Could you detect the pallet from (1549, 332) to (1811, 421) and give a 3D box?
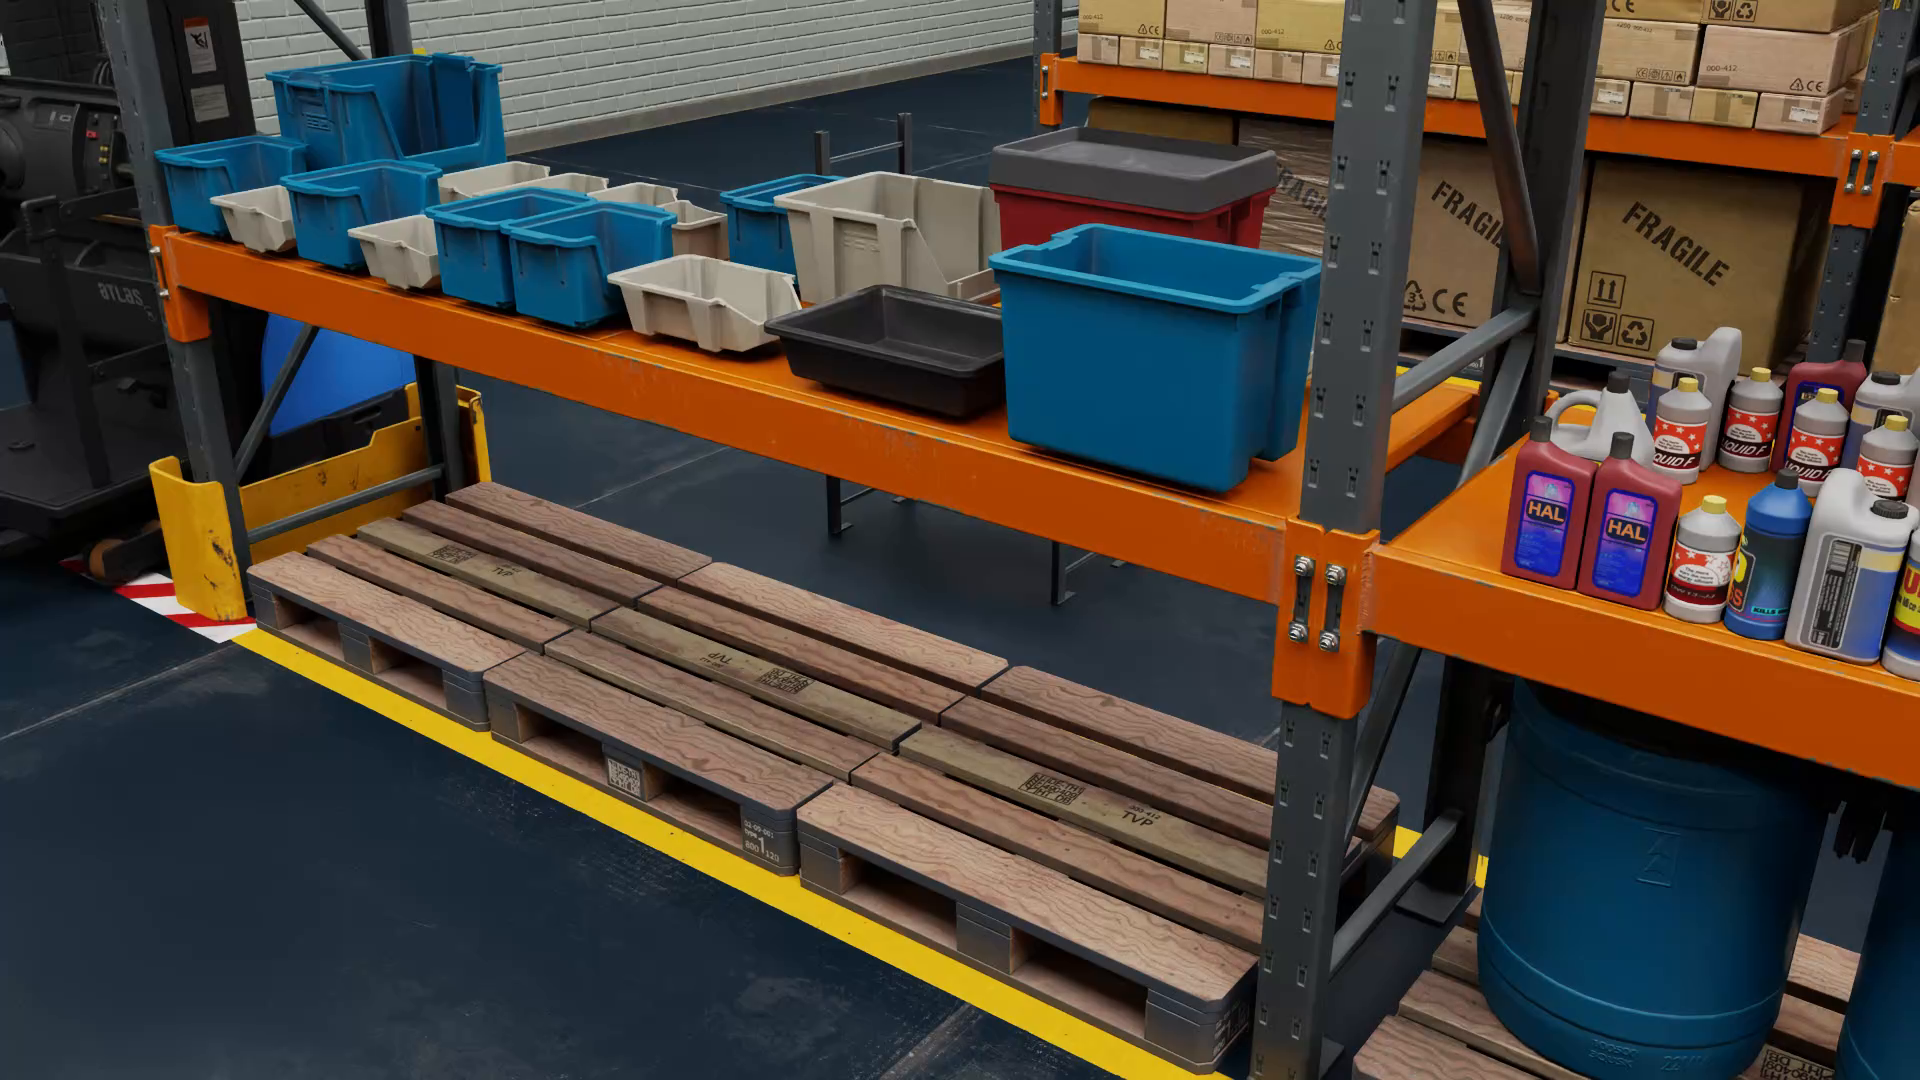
[{"bbox_3d":[3.376,-0.876,7.976,1.213,0.211,1.003,17,29,33],"label":"pallet"}]

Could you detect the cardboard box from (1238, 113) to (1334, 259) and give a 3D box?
[{"bbox_3d":[2.025,-1.781,8.686,0.875,0.875,0.875,17,29,33],"label":"cardboard box"}]

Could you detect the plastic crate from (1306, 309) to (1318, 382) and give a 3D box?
[{"bbox_3d":[0.680,-0.410,3.714,0.243,0.136,0.396,17,29,33],"label":"plastic crate"}]

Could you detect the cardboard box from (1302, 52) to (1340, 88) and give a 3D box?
[{"bbox_3d":[1.853,-2.293,8.045,0.250,0.149,0.380,16,29,33],"label":"cardboard box"}]

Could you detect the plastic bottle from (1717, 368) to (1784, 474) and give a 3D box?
[{"bbox_3d":[1.586,-0.244,3.329,0.097,0.201,0.097,0,24,0],"label":"plastic bottle"}]

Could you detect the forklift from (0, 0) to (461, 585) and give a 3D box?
[{"bbox_3d":[-3.300,-1.385,5.758,1.130,2.935,3.031,12,26,25],"label":"forklift"}]

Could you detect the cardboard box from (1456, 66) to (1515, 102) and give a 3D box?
[{"bbox_3d":[2.469,-2.107,7.622,0.250,0.149,0.380,16,29,32],"label":"cardboard box"}]

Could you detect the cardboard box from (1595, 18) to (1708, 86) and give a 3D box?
[{"bbox_3d":[3.011,-2.157,7.242,0.500,0.250,0.500,18,29,35],"label":"cardboard box"}]

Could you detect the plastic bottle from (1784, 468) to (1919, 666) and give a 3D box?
[{"bbox_3d":[1.402,0.035,2.604,0.135,0.276,0.152,17,29,33],"label":"plastic bottle"}]

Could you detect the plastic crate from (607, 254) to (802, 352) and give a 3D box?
[{"bbox_3d":[-0.607,-0.576,4.089,0.466,0.136,0.293,17,29,33],"label":"plastic crate"}]

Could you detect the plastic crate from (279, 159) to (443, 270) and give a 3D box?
[{"bbox_3d":[-1.707,-0.938,4.792,0.300,0.233,0.416,17,29,33],"label":"plastic crate"}]

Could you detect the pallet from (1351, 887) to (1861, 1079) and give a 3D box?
[{"bbox_3d":[1.560,1.131,3.421,1.213,0.211,1.003,17,29,33],"label":"pallet"}]

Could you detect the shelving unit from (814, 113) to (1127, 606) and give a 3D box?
[{"bbox_3d":[0.068,-0.666,5.901,1.048,1.500,0.538,17,29,33],"label":"shelving unit"}]

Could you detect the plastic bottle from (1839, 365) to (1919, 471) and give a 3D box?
[{"bbox_3d":[1.769,-0.209,3.157,0.135,0.276,0.152,17,29,33],"label":"plastic bottle"}]

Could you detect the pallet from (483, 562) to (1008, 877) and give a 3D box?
[{"bbox_3d":[-0.625,0.471,4.919,1.213,0.211,1.003,17,29,33],"label":"pallet"}]

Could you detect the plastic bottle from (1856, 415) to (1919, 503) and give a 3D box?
[{"bbox_3d":[1.709,-0.130,3.071,0.097,0.201,0.097,0,24,0],"label":"plastic bottle"}]

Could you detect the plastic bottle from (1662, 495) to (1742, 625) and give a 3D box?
[{"bbox_3d":[1.215,0.027,2.716,0.097,0.201,0.097,0,24,0],"label":"plastic bottle"}]

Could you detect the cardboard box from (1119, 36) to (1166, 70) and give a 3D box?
[{"bbox_3d":[1.029,-2.541,8.609,0.250,0.149,0.380,16,29,33],"label":"cardboard box"}]

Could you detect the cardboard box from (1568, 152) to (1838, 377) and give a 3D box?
[{"bbox_3d":[3.458,-1.348,7.704,0.875,0.875,0.875,17,29,33],"label":"cardboard box"}]

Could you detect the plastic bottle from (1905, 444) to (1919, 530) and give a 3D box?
[{"bbox_3d":[1.812,-0.159,2.952,0.185,0.351,0.144,17,29,33],"label":"plastic bottle"}]

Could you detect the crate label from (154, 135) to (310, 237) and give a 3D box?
[{"bbox_3d":[-2.233,-1.097,5.153,0.303,0.233,0.416,17,29,33],"label":"crate label"}]

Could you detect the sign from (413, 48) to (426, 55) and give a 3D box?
[{"bbox_3d":[-1.917,-1.568,5.887,0.005,0.325,0.100,17,29,33],"label":"sign"}]

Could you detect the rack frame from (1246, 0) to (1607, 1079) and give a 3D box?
[{"bbox_3d":[0.967,-0.345,3.312,0.127,3.000,1.000,17,29,33],"label":"rack frame"}]

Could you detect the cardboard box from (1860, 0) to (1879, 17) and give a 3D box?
[{"bbox_3d":[3.708,-2.552,7.208,0.500,0.500,0.500,17,29,33],"label":"cardboard box"}]

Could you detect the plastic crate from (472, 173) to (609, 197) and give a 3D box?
[{"bbox_3d":[-1.249,-1.005,5.064,0.243,0.136,0.396,17,29,33],"label":"plastic crate"}]

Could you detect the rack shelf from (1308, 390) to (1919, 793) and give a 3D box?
[{"bbox_3d":[2.568,0.468,2.360,4.000,0.370,1.077,17,29,33],"label":"rack shelf"}]

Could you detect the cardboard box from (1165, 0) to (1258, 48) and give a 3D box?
[{"bbox_3d":[1.379,-2.651,8.363,0.500,0.250,0.500,16,29,33],"label":"cardboard box"}]

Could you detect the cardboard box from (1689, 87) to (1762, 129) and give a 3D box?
[{"bbox_3d":[3.291,-1.858,7.059,0.250,0.149,0.380,17,29,34],"label":"cardboard box"}]

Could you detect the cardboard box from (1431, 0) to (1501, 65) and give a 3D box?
[{"bbox_3d":[2.200,-2.404,7.802,0.500,0.250,0.500,16,28,32],"label":"cardboard box"}]

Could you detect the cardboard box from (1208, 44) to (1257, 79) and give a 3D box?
[{"bbox_3d":[1.444,-2.417,8.327,0.250,0.149,0.380,16,29,33],"label":"cardboard box"}]

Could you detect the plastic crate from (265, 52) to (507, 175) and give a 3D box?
[{"bbox_3d":[-1.854,-1.335,5.442,0.499,0.435,0.616,17,29,33],"label":"plastic crate"}]

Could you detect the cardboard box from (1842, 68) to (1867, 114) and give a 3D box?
[{"bbox_3d":[3.900,-2.007,7.396,0.250,0.149,0.380,17,29,33],"label":"cardboard box"}]

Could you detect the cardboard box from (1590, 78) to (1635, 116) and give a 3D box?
[{"bbox_3d":[2.880,-1.982,7.341,0.250,0.149,0.380,17,29,34],"label":"cardboard box"}]

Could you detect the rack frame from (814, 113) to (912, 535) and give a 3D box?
[{"bbox_3d":[-0.339,-0.789,6.180,0.032,1.500,0.500,17,29,33],"label":"rack frame"}]

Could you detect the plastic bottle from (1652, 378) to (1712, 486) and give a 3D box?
[{"bbox_3d":[1.416,-0.218,3.271,0.097,0.201,0.097,0,24,0],"label":"plastic bottle"}]

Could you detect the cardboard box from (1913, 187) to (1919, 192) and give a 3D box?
[{"bbox_3d":[6.475,-2.391,10.972,0.250,0.149,0.380,17,29,34],"label":"cardboard box"}]

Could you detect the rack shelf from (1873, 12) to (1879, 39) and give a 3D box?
[{"bbox_3d":[5.393,-3.673,11.759,4.000,0.370,1.077,17,29,33],"label":"rack shelf"}]

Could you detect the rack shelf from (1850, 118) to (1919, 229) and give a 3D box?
[{"bbox_3d":[5.538,-1.130,5.987,4.000,0.370,1.077,17,29,33],"label":"rack shelf"}]

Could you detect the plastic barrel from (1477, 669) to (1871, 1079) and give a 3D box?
[{"bbox_3d":[1.392,0.560,3.340,0.708,0.901,0.600,17,29,33],"label":"plastic barrel"}]

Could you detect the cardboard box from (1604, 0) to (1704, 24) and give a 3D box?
[{"bbox_3d":[3.011,-2.501,7.093,0.500,0.500,0.500,17,29,34],"label":"cardboard box"}]

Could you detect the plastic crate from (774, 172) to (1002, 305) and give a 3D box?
[{"bbox_3d":[-0.144,-0.747,4.297,0.530,0.282,0.437,17,29,33],"label":"plastic crate"}]

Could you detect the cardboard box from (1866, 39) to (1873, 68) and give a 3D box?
[{"bbox_3d":[8.726,-4.563,15.542,0.875,0.438,0.875,16,28,32],"label":"cardboard box"}]

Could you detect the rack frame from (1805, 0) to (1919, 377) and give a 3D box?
[{"bbox_3d":[3.938,-1.943,6.939,0.127,3.000,1.000,17,29,33],"label":"rack frame"}]

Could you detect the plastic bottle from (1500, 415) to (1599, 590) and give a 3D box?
[{"bbox_3d":[1.005,-0.065,2.822,0.133,0.283,0.061,17,29,33],"label":"plastic bottle"}]

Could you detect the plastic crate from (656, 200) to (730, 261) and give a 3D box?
[{"bbox_3d":[-0.764,-0.880,4.780,0.250,0.136,0.298,17,29,33],"label":"plastic crate"}]

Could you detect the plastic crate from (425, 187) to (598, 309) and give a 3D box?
[{"bbox_3d":[-1.180,-0.779,4.430,0.300,0.233,0.416,17,29,33],"label":"plastic crate"}]
